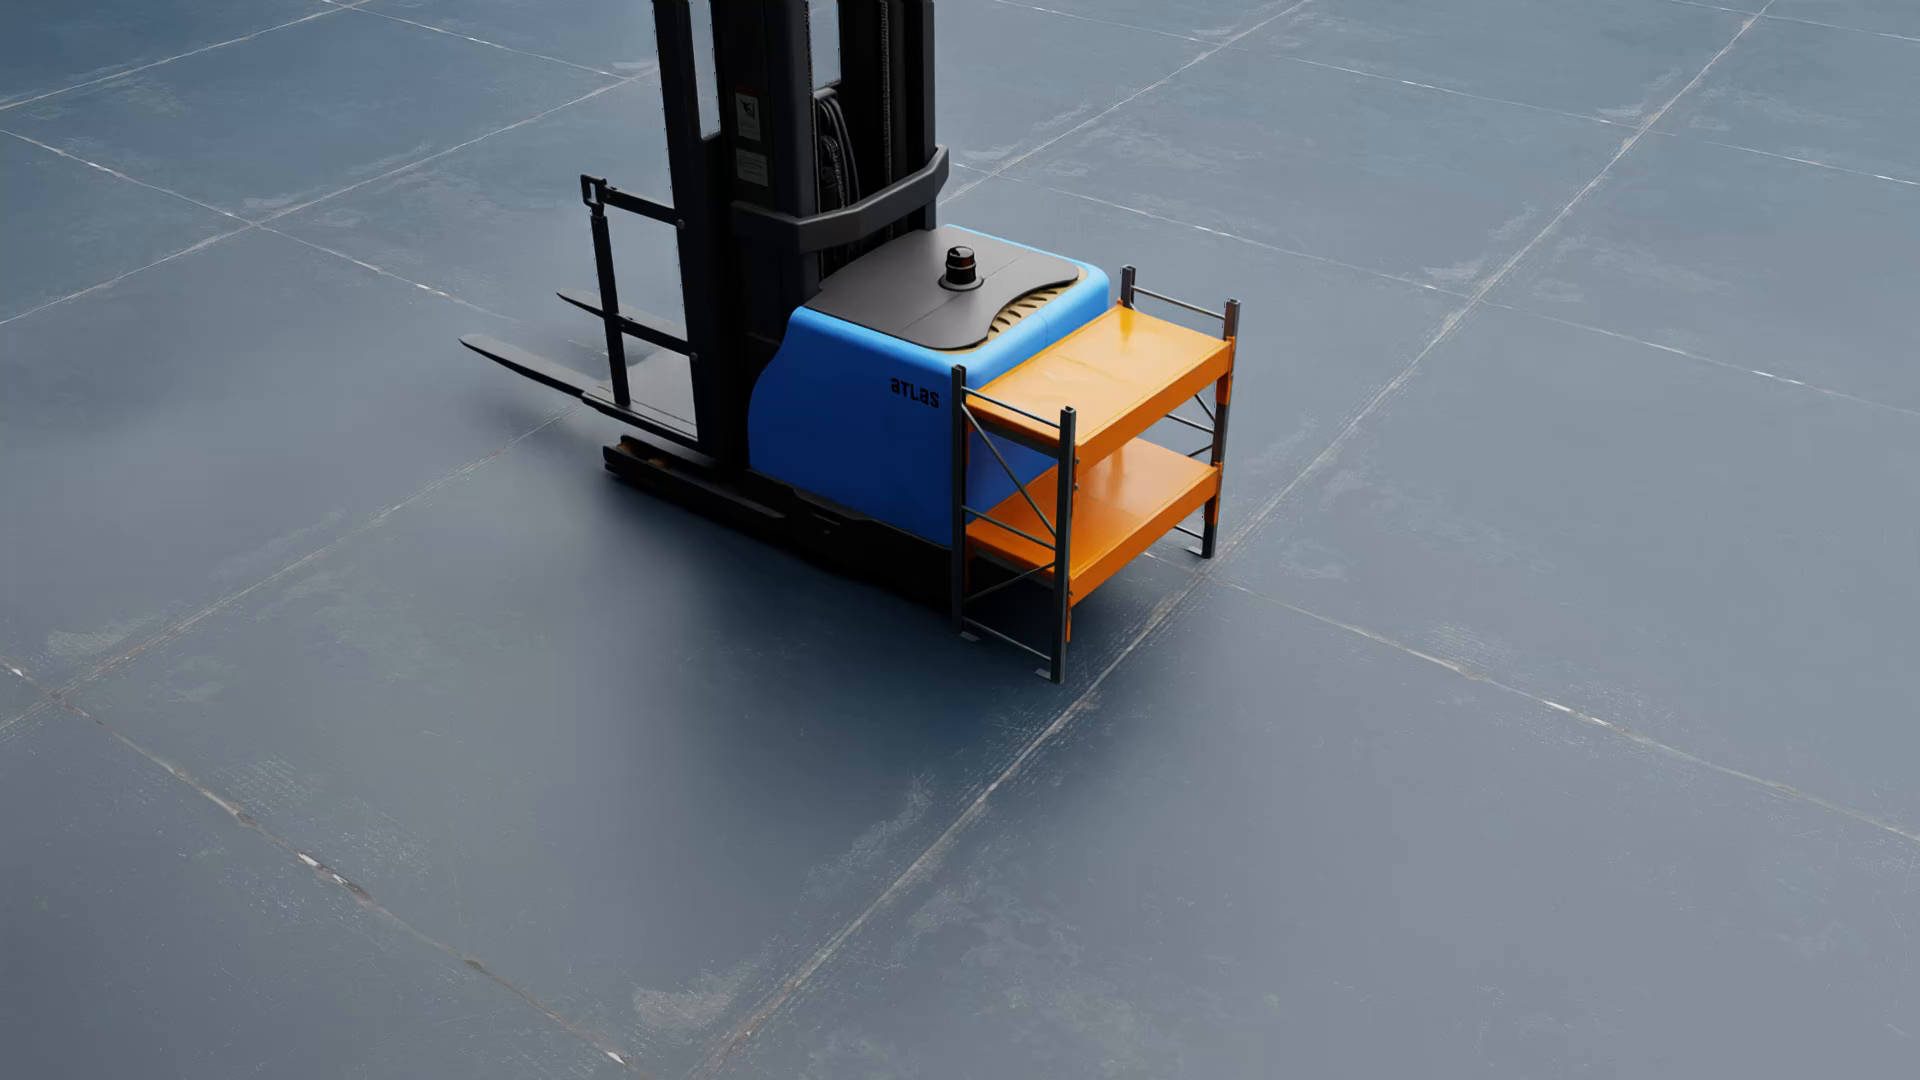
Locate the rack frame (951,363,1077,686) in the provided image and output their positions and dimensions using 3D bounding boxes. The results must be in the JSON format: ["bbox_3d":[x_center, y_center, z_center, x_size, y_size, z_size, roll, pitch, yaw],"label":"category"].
[{"bbox_3d":[0.173,-0.038,5.802,0.500,1.125,0.032,24,41,31],"label":"rack frame"}]

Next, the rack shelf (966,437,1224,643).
[{"bbox_3d":[0.494,-0.056,6.265,0.538,0.278,1.000,24,41,31],"label":"rack shelf"}]

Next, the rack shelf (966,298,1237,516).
[{"bbox_3d":[0.494,-0.501,5.965,0.538,0.278,1.000,24,41,31],"label":"rack shelf"}]

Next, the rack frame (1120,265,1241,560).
[{"bbox_3d":[0.814,-0.480,6.455,0.500,1.125,0.032,24,41,31],"label":"rack frame"}]

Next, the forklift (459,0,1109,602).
[{"bbox_3d":[-0.906,-1.625,6.536,3.031,2.935,1.130,22,40,29],"label":"forklift"}]

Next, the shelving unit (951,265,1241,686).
[{"bbox_3d":[0.494,-0.259,6.129,0.538,1.125,1.048,24,41,31],"label":"shelving unit"}]
